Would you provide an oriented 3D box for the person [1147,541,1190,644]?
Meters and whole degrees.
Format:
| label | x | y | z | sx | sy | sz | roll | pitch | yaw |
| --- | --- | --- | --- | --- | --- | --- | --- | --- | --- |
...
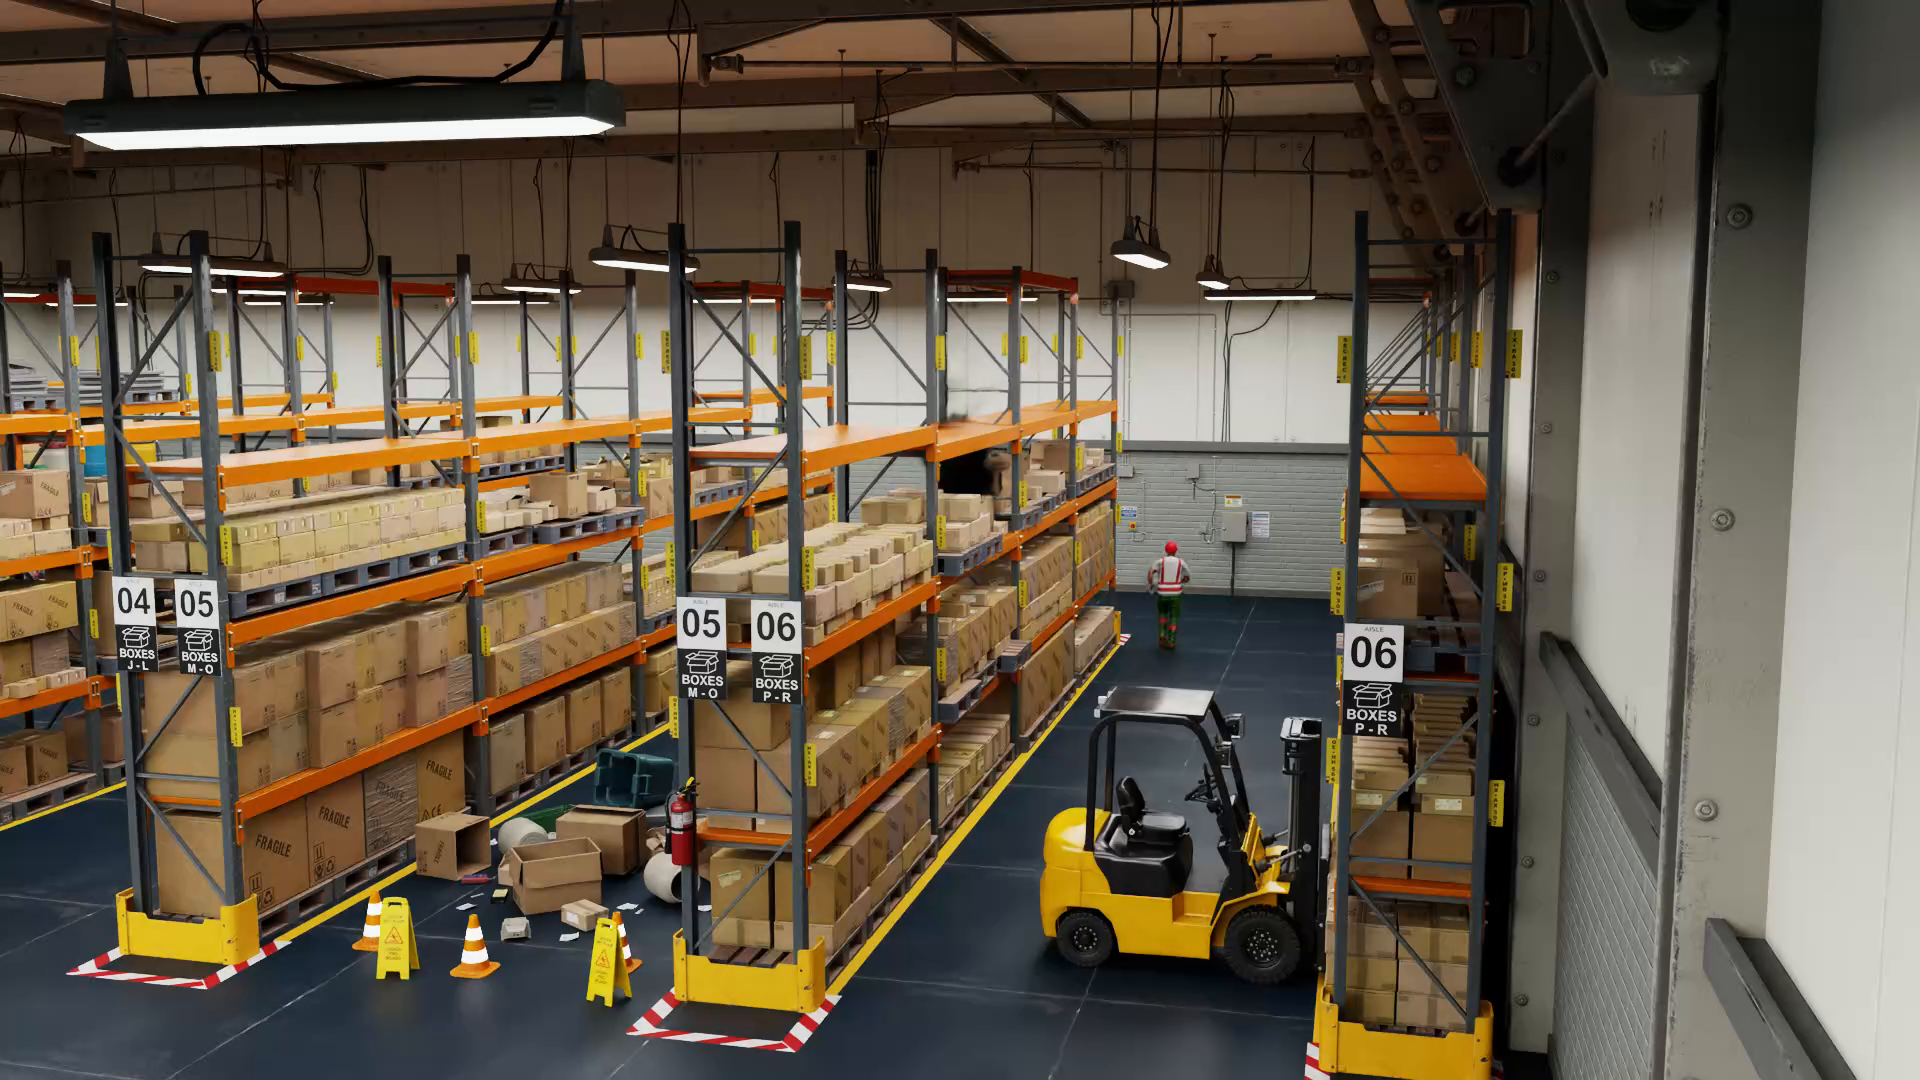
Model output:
| label | x | y | z | sx | sy | sz | roll | pitch | yaw |
| --- | --- | --- | --- | --- | --- | --- | --- | --- | --- |
| person | 3.477 | 0.852 | 27.714 | 0.693 | 1.683 | 0.691 | 1 | 7 | 9 |

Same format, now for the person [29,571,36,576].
| label | x | y | z | sx | sy | sz | roll | pitch | yaw |
| --- | --- | --- | --- | --- | --- | --- | --- | --- | --- |
| person | -15.953 | 0.849 | 27.894 | 0.638 | 1.659 | 0.634 | 0 | 7 | 2 |
